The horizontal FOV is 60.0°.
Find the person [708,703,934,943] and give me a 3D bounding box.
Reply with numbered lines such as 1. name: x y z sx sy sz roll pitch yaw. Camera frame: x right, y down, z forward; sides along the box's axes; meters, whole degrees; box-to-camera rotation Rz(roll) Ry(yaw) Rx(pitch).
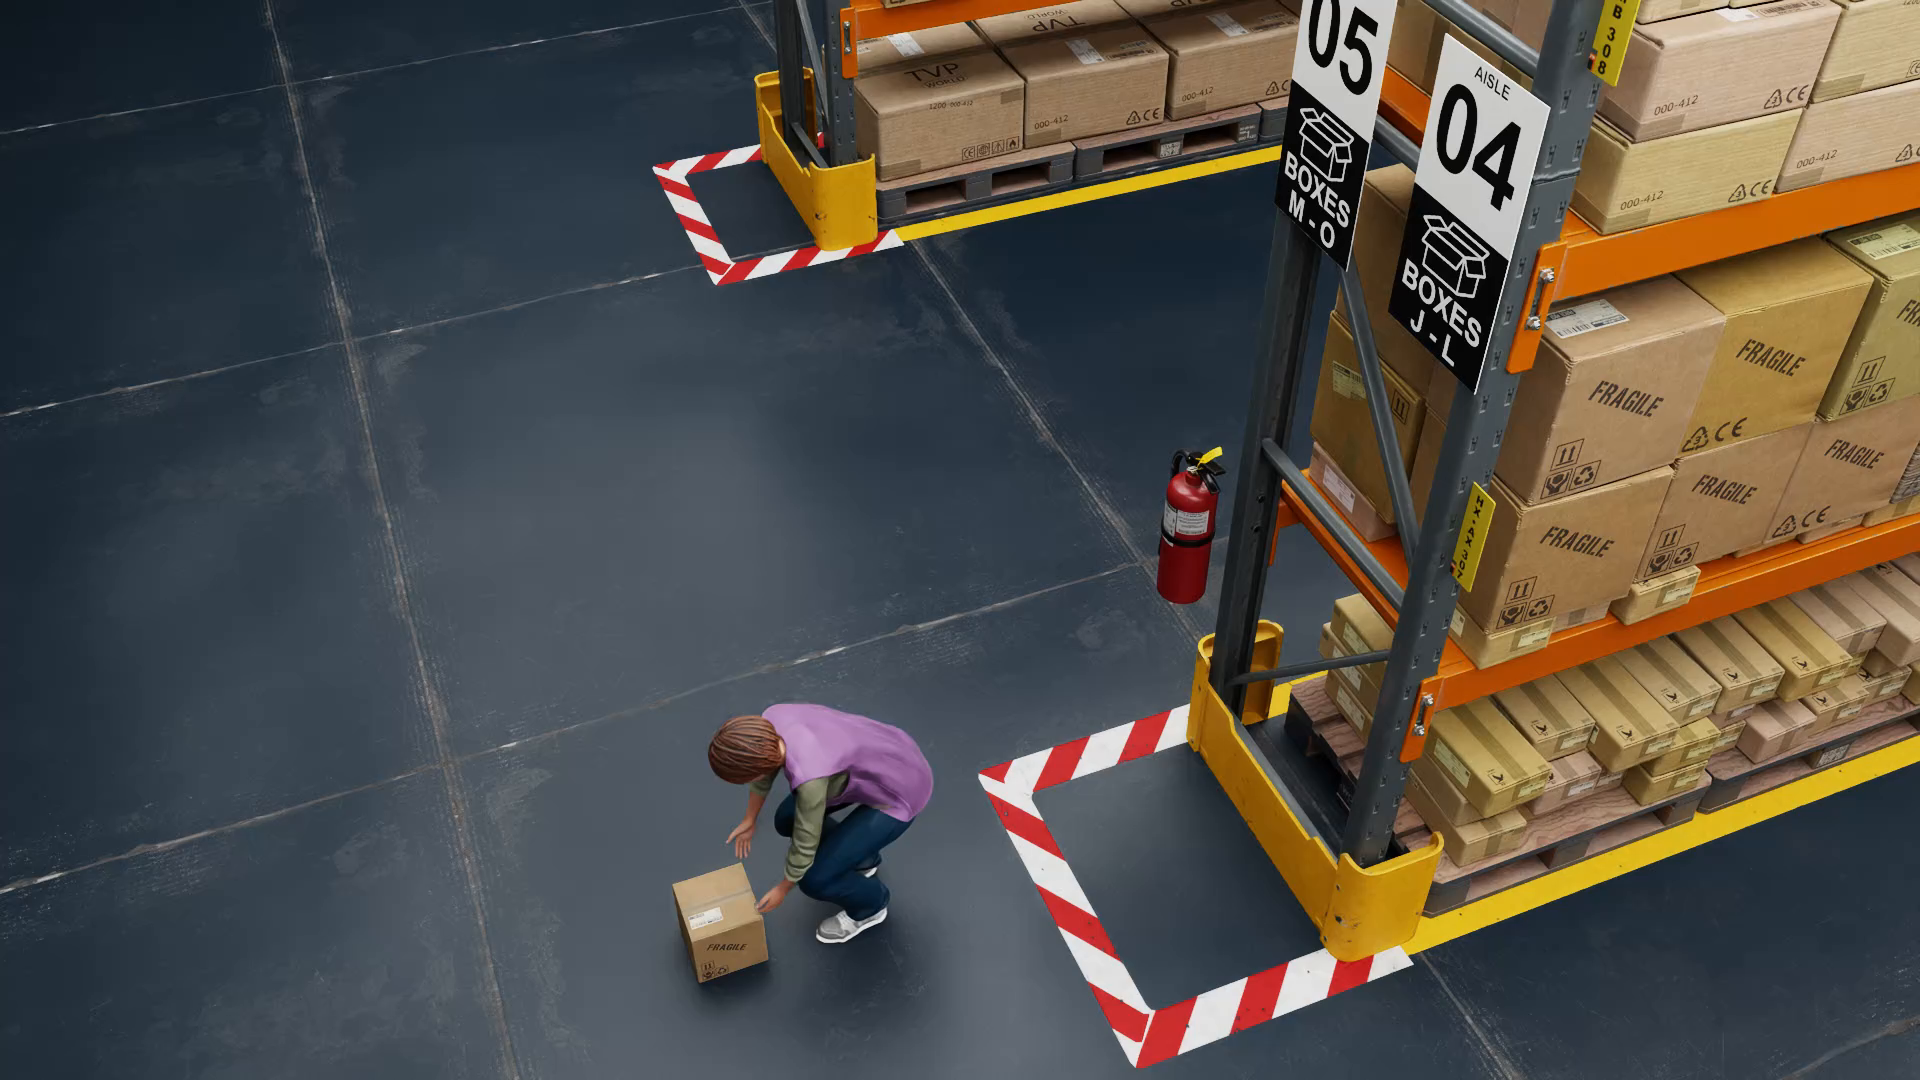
1. person: -0.435 0.916 5.523 0.736 1.115 0.462 -16 45 -16
